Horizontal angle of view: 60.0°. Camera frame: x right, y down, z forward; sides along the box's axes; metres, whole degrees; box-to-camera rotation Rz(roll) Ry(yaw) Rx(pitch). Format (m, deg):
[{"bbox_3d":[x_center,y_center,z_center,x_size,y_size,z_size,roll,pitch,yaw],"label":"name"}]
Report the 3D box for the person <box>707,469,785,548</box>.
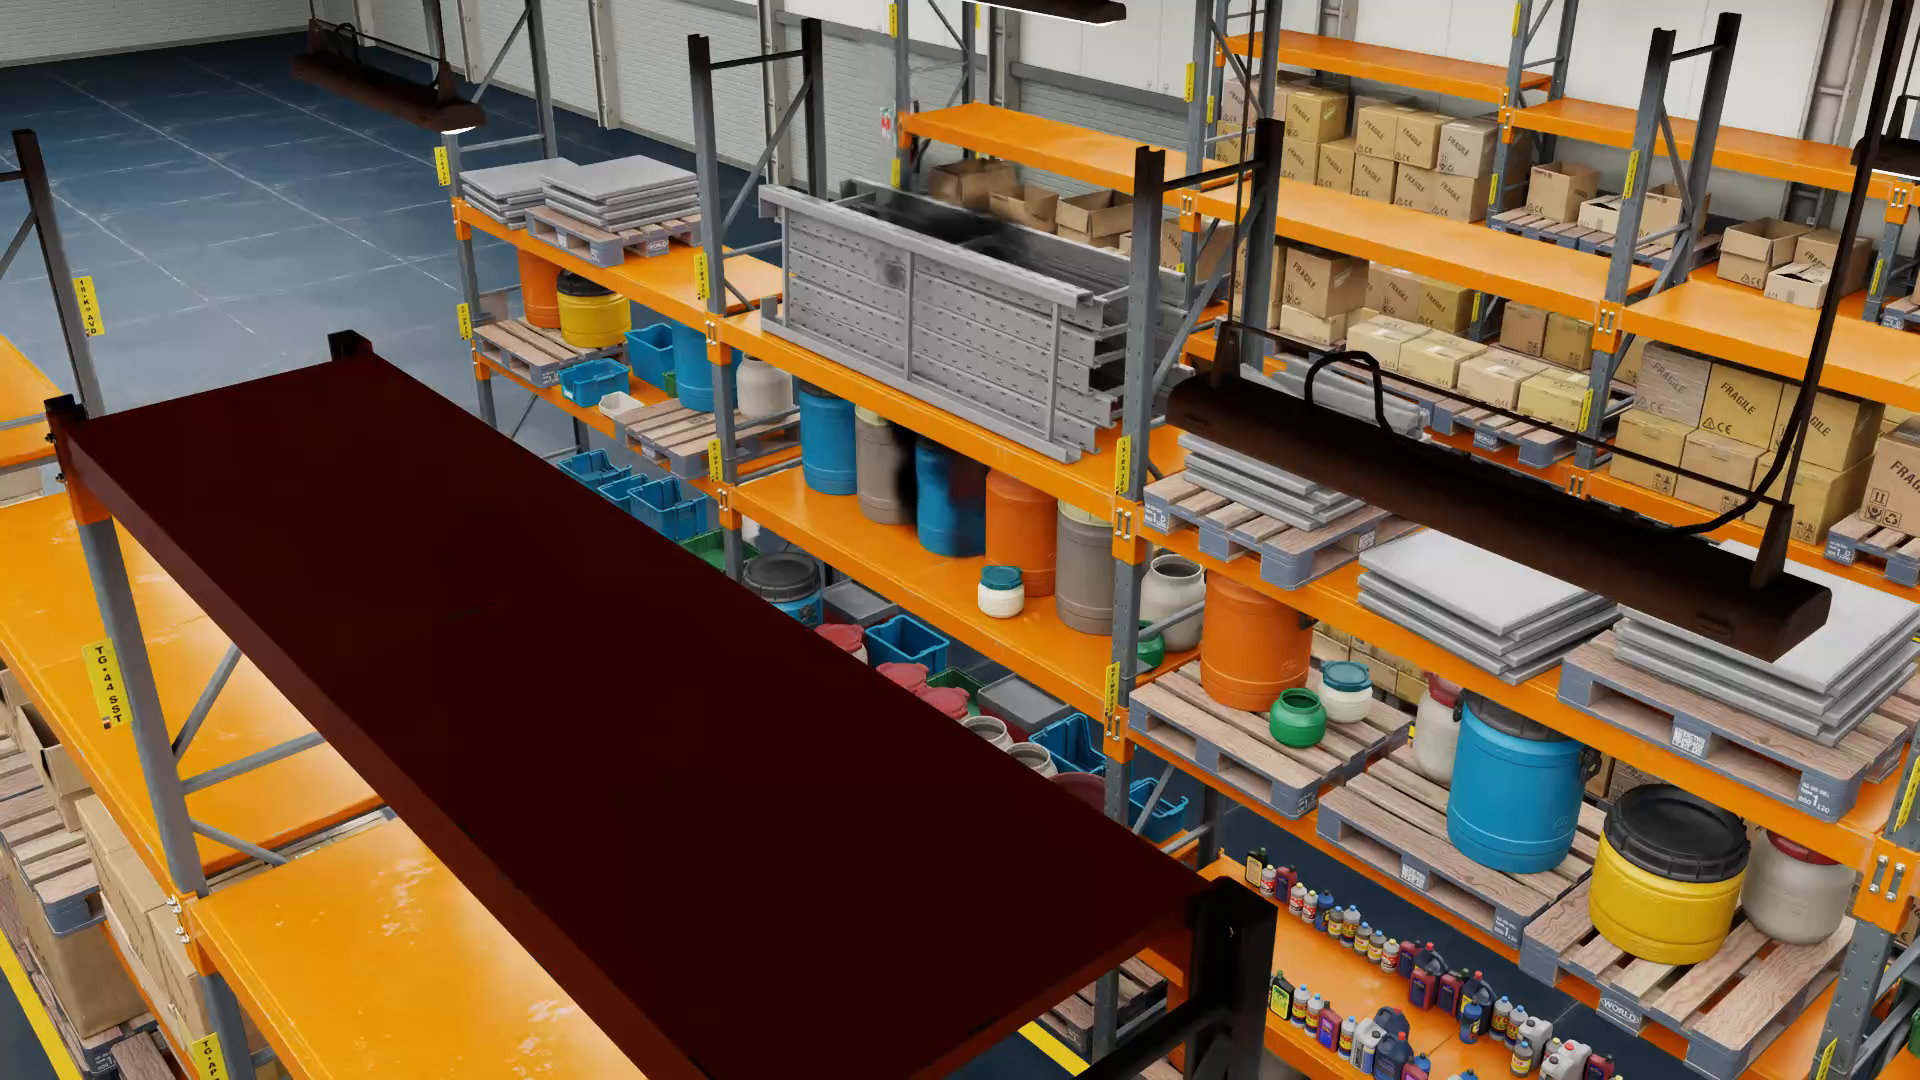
[{"bbox_3d":[-2.074,-0.222,16.075,0.723,1.840,0.896,-22,34,-37],"label":"person"}]
